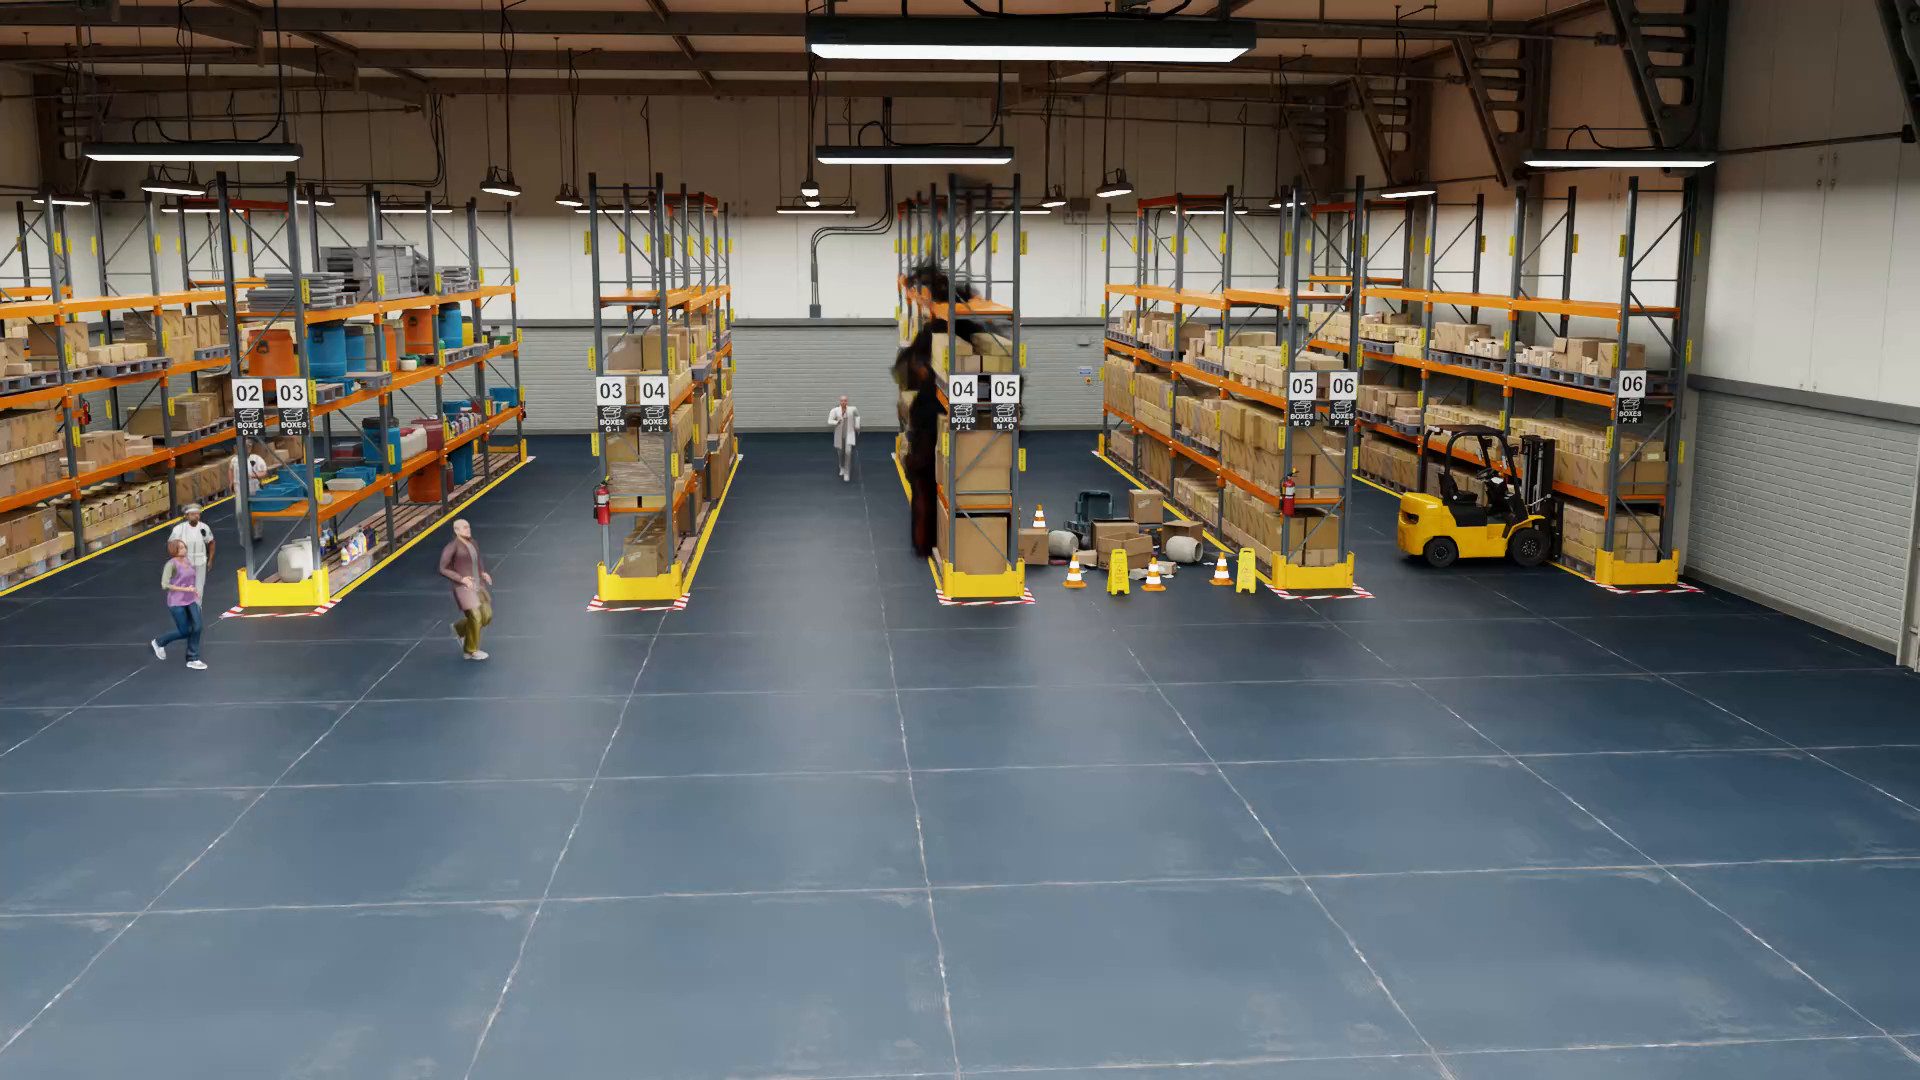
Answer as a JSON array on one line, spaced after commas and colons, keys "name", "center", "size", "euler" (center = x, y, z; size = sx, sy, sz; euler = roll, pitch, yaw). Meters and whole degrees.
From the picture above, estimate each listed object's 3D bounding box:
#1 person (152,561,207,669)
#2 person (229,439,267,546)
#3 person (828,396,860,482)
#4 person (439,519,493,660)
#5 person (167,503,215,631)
[{"name": "person", "center": [-9.345, 0.879, 19.895], "size": [0.682, 1.326, 0.549], "euler": [2, 10, 11]}, {"name": "person", "center": [-12.091, -0.810, 28.254], "size": [0.631, 1.850, 0.768], "euler": [-3, 10, -16]}, {"name": "person", "center": [-2.515, -2.231, 36.098], "size": [0.681, 1.820, 0.982], "euler": [0, 10, -1]}, {"name": "person", "center": [-6.045, 0.598, 20.330], "size": [0.668, 1.724, 0.707], "euler": [5, 11, 24]}, {"name": "person", "center": [-10.219, 0.327, 22.166], "size": [0.611, 1.673, 0.743], "euler": [-8, 13, -38]}]
